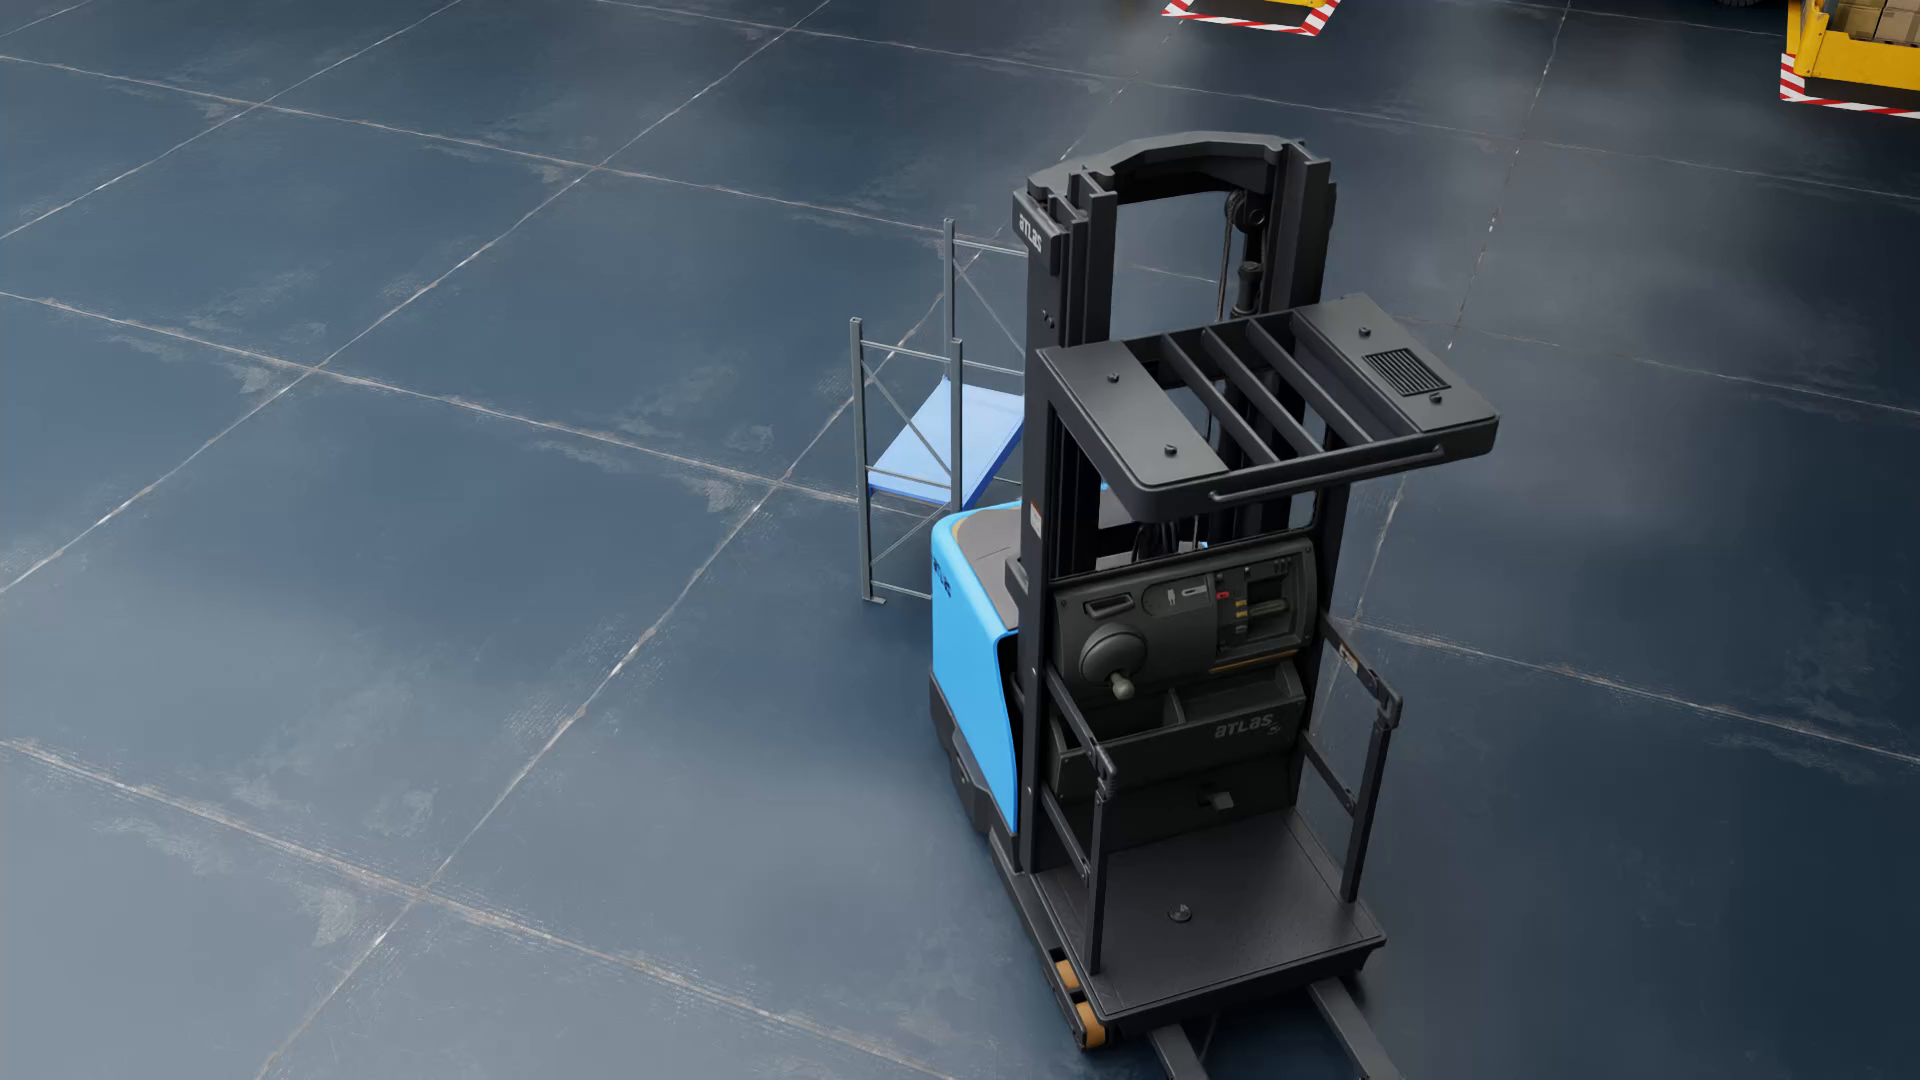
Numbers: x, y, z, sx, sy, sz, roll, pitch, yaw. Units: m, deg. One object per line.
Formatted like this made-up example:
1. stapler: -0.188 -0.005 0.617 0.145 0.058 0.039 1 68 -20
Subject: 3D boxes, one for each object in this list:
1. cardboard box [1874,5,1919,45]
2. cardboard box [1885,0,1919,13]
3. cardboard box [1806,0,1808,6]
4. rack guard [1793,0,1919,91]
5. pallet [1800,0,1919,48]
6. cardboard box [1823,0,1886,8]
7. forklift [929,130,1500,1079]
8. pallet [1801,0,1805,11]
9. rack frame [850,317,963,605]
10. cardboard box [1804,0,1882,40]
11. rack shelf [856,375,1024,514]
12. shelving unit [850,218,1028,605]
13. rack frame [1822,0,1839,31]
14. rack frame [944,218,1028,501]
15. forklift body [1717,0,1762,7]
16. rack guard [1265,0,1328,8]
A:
1. cardboard box: 7.592 -4.161 13.257 0.500 0.250 0.500 14 39 18
2. cardboard box: 7.595 -4.347 13.088 0.500 0.250 0.500 15 39 19
3. cardboard box: 7.309 -4.539 13.763 0.500 0.250 0.500 14 39 18
4. rack guard: 7.215 -3.852 12.986 1.175 0.500 0.348 14 39 18
5. pallet: 7.477 -4.183 13.670 1.003 0.211 1.213 14 39 18
6. cardboard box: 7.121 -4.475 13.259 0.500 0.250 0.500 13 39 17
7. forklift: 0.830 0.336 5.352 1.130 2.935 3.031 -12 38 -15
8. pallet: 7.942 -4.856 14.570 1.003 0.211 1.213 14 39 18
9. rack frame: -0.226 -0.272 7.361 0.500 1.500 0.032 14 39 18
10. cardboard box: 7.111 -4.266 13.397 0.500 0.250 0.500 14 39 18
11. rack shelf: -0.032 -0.409 7.845 0.538 0.185 1.000 14 39 18
12. shelving unit: -0.032 -0.554 7.738 0.538 1.500 1.048 14 39 18
13. rack frame: 7.225 -4.867 12.256 1.000 3.000 0.127 14 39 18
14. rack frame: 0.161 -0.835 8.114 0.500 1.500 0.032 14 39 18
15. forklift body: 6.259 -5.992 14.470 2.313 2.155 1.214 14 39 18
16. rack guard: 2.662 -5.036 14.570 1.175 0.500 0.348 14 39 18
